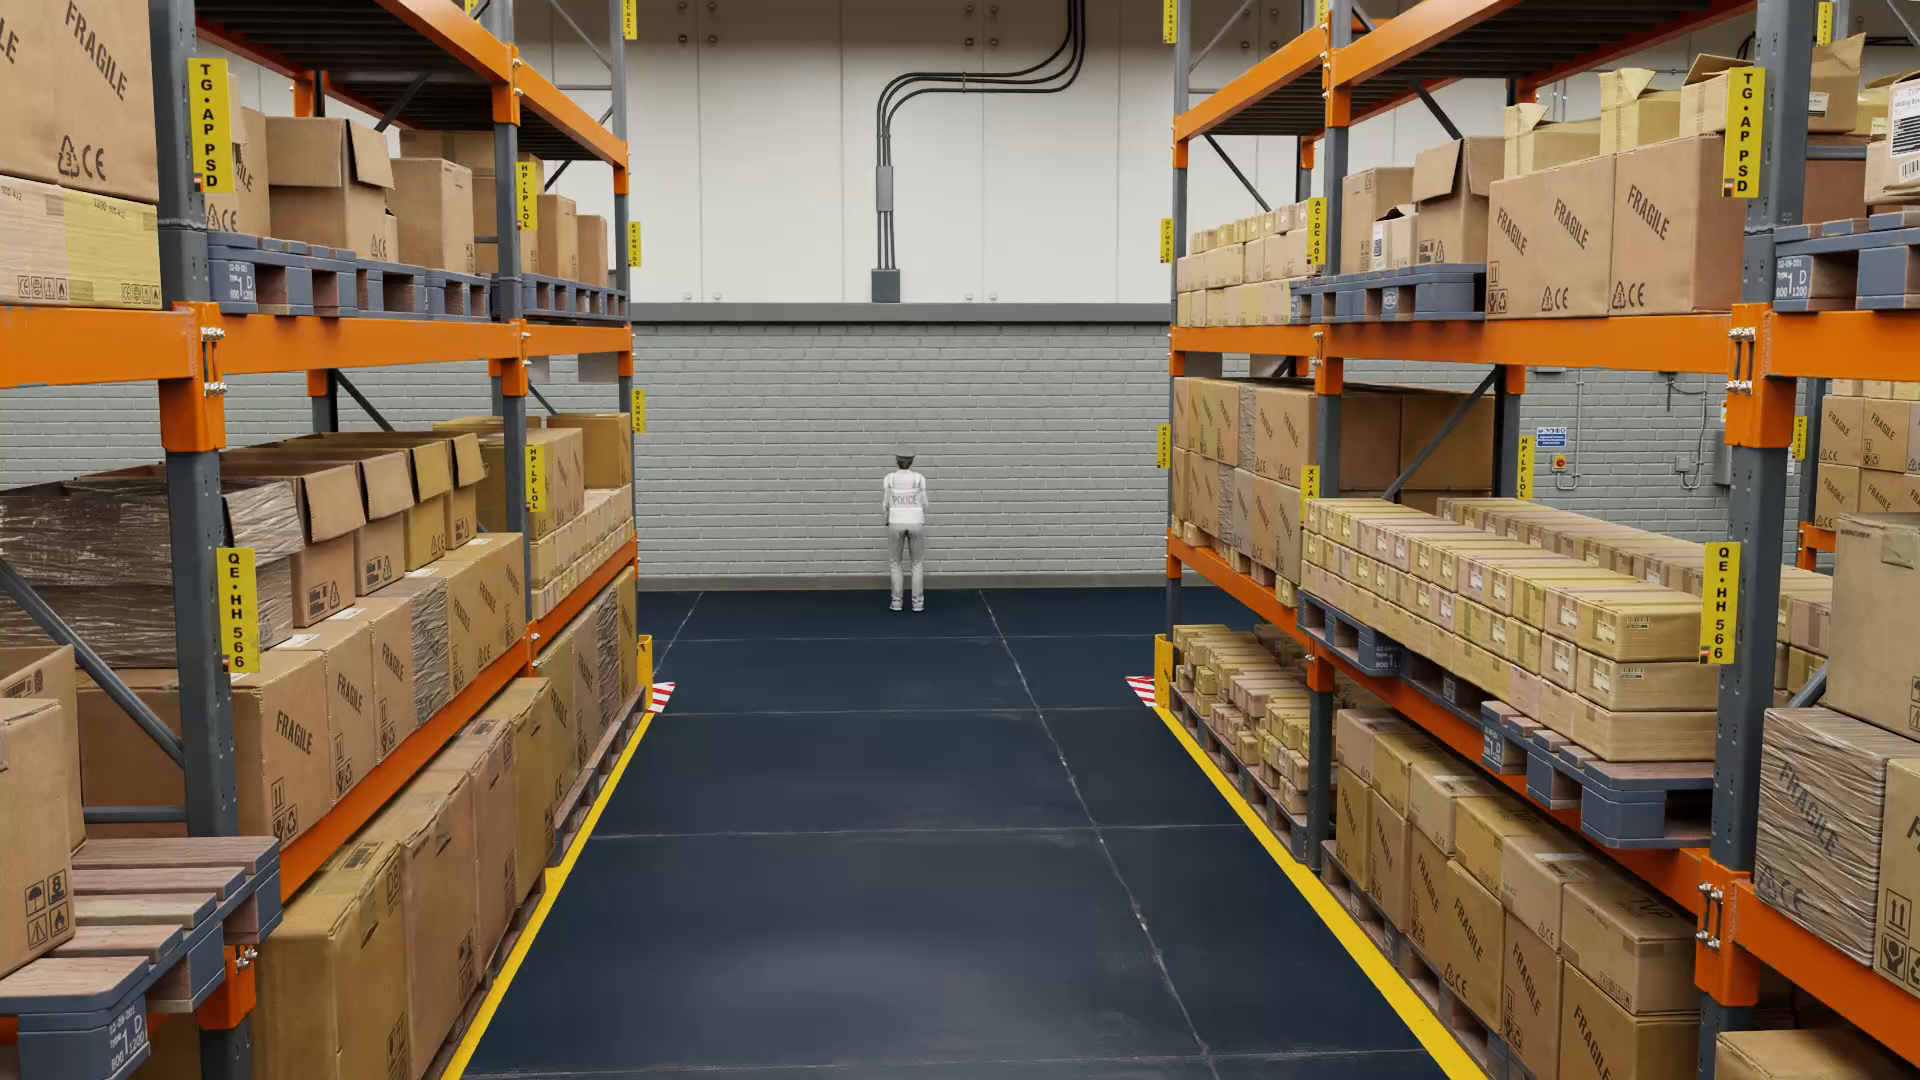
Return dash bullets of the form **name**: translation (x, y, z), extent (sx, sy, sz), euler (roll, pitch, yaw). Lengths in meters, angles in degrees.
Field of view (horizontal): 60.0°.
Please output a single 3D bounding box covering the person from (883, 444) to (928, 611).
- **person**: translation (-0.548, -0.128, 16.714), extent (0.457, 1.690, 0.539), euler (0, 7, -3)
